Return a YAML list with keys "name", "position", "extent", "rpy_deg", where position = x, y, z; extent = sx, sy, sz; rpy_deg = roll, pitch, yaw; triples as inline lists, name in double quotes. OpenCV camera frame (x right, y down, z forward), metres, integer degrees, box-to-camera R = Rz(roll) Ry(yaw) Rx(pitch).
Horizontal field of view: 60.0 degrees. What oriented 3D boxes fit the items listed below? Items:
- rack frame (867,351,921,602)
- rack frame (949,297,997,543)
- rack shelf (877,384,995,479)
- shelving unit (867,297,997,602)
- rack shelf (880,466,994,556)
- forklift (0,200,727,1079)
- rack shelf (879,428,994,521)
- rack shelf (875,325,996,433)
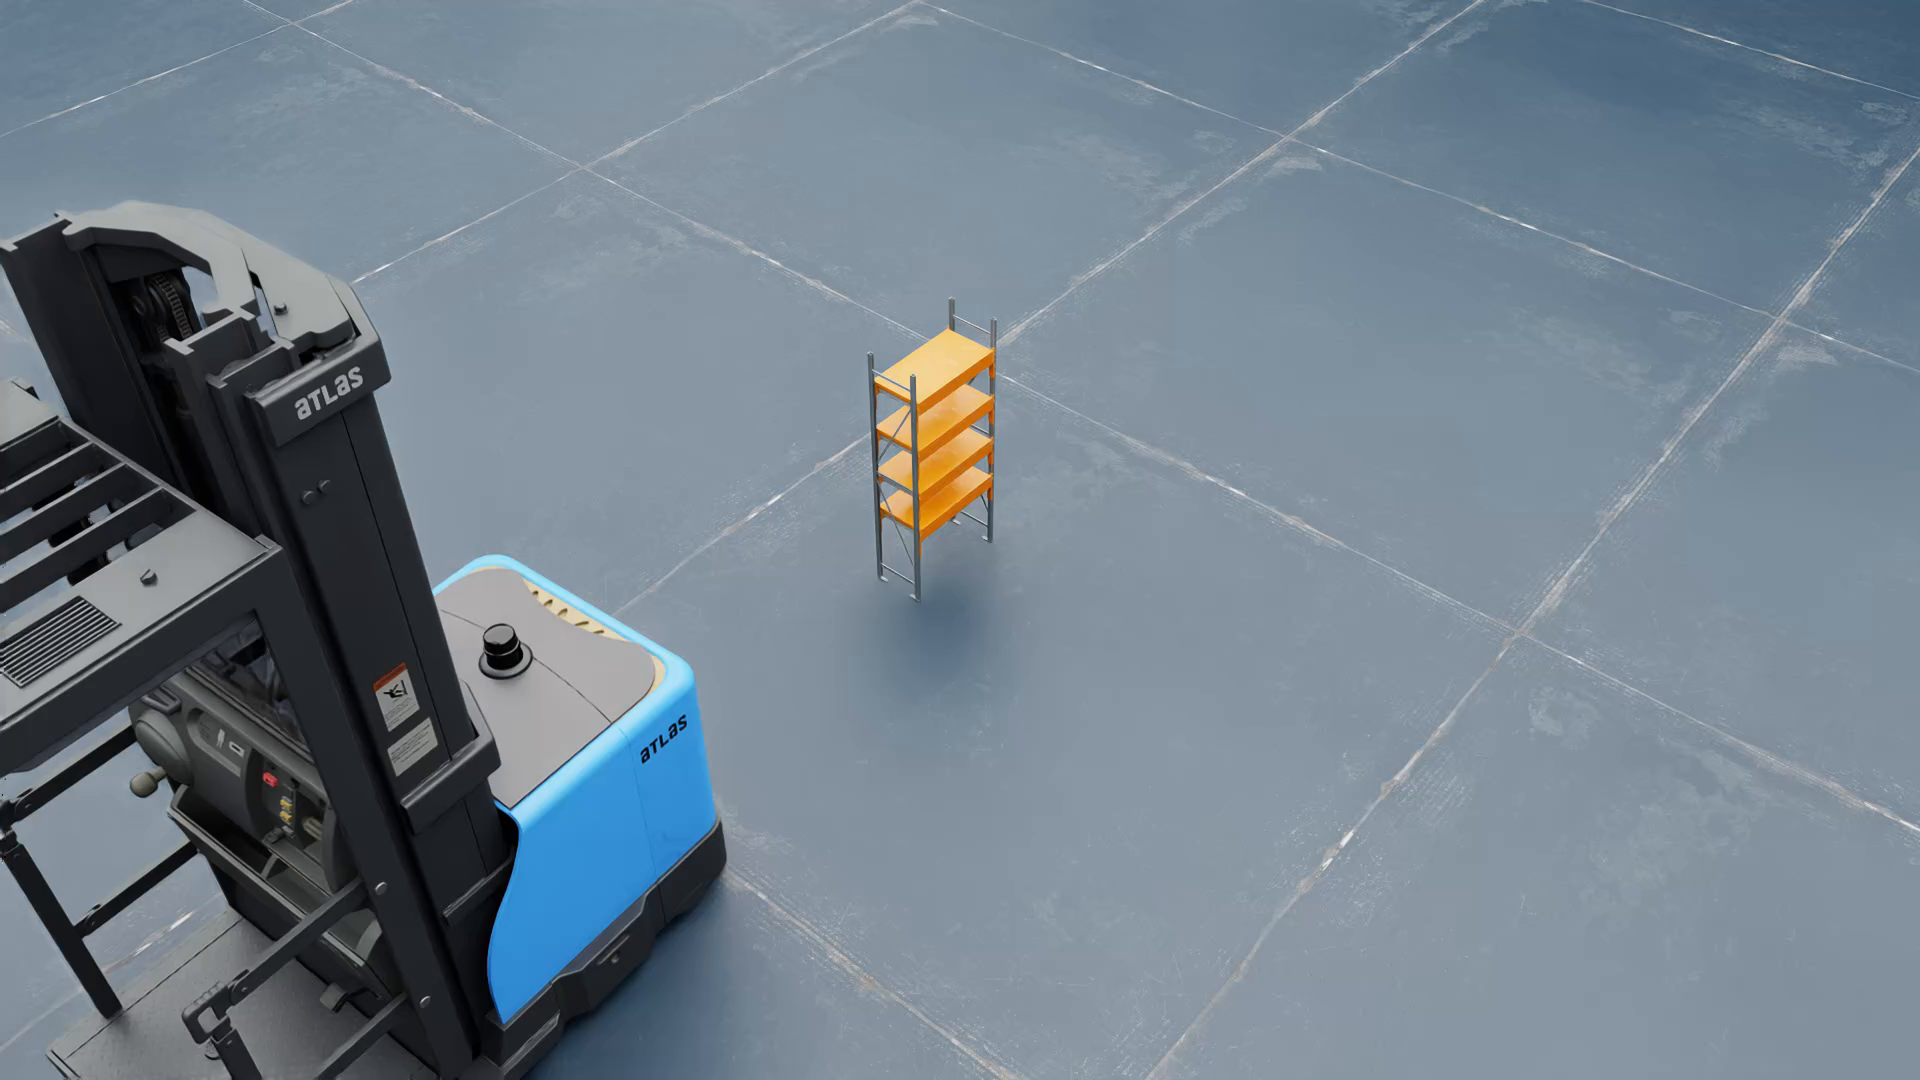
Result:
- name: "rack frame"
  position: [-0.264, -0.233, 6.797]
  extent: [0.240, 1.200, 0.015]
  rpy_deg: [29, 50, 28]
- name: "rack frame"
  position: [0.051, -0.484, 7.073]
  extent: [0.240, 1.200, 0.015]
  rpy_deg: [29, 50, 28]
- name: "rack shelf"
  position: [-0.107, -0.474, 6.830]
  extent: [0.258, 0.148, 0.480]
  rpy_deg: [29, 50, 28]
- name: "shelving unit"
  position: [-0.107, -0.359, 6.935]
  extent: [0.258, 1.200, 0.503]
  rpy_deg: [29, 50, 28]
- name: "rack shelf"
  position: [-0.107, -0.162, 7.114]
  extent: [0.258, 0.148, 0.480]
  rpy_deg: [29, 50, 28]
- name: "forklift"
  position: [-2.130, 0.725, 4.457]
  extent: [1.130, 2.935, 3.031]
  rpy_deg: [27, 49, 26]
- name: "rack shelf"
  position: [-0.107, -0.309, 6.980]
  extent: [0.258, 0.148, 0.480]
  rpy_deg: [29, 50, 28]
- name: "rack shelf"
  position: [-0.107, -0.649, 6.671]
  extent: [0.258, 0.148, 0.480]
  rpy_deg: [29, 50, 28]
